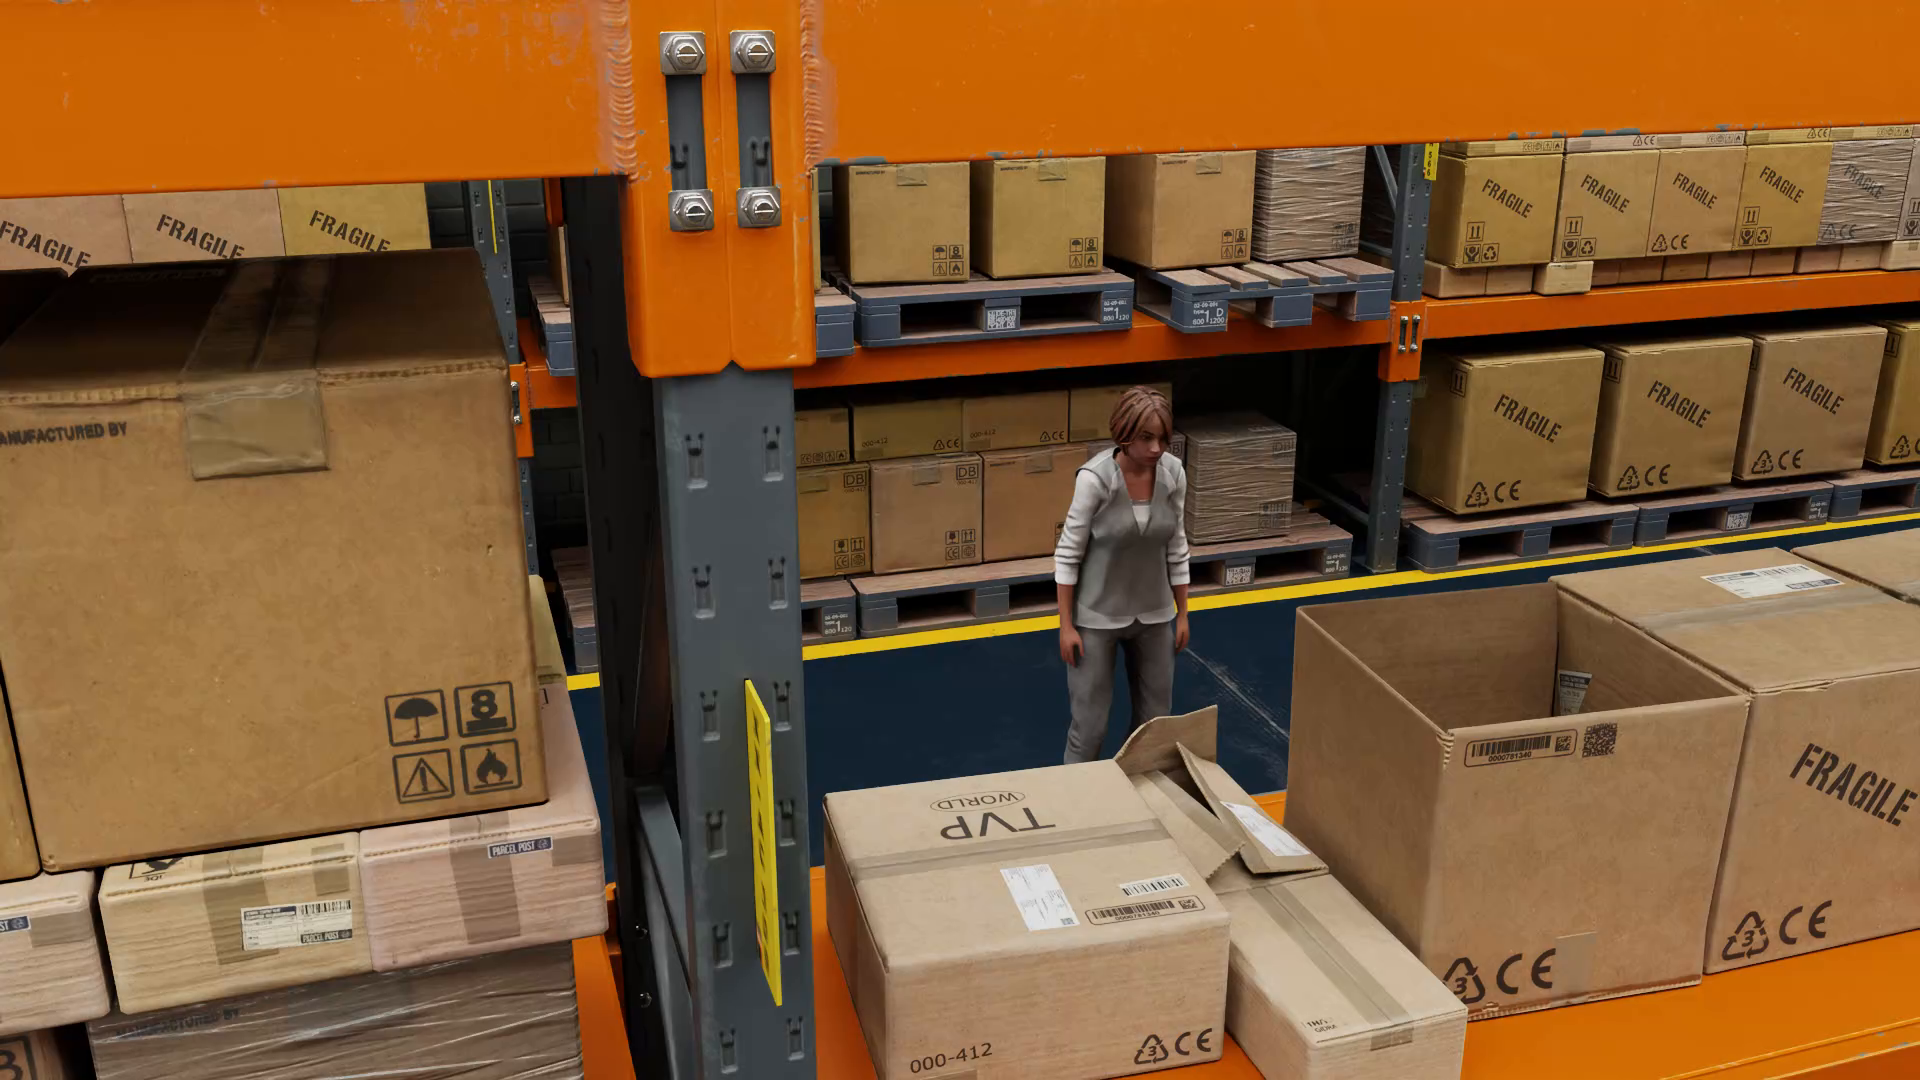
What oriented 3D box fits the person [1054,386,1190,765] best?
[{"bbox_3d":[0.523,0.280,5.315,0.459,1.581,0.347,-6,20,-17],"label":"person"}]
